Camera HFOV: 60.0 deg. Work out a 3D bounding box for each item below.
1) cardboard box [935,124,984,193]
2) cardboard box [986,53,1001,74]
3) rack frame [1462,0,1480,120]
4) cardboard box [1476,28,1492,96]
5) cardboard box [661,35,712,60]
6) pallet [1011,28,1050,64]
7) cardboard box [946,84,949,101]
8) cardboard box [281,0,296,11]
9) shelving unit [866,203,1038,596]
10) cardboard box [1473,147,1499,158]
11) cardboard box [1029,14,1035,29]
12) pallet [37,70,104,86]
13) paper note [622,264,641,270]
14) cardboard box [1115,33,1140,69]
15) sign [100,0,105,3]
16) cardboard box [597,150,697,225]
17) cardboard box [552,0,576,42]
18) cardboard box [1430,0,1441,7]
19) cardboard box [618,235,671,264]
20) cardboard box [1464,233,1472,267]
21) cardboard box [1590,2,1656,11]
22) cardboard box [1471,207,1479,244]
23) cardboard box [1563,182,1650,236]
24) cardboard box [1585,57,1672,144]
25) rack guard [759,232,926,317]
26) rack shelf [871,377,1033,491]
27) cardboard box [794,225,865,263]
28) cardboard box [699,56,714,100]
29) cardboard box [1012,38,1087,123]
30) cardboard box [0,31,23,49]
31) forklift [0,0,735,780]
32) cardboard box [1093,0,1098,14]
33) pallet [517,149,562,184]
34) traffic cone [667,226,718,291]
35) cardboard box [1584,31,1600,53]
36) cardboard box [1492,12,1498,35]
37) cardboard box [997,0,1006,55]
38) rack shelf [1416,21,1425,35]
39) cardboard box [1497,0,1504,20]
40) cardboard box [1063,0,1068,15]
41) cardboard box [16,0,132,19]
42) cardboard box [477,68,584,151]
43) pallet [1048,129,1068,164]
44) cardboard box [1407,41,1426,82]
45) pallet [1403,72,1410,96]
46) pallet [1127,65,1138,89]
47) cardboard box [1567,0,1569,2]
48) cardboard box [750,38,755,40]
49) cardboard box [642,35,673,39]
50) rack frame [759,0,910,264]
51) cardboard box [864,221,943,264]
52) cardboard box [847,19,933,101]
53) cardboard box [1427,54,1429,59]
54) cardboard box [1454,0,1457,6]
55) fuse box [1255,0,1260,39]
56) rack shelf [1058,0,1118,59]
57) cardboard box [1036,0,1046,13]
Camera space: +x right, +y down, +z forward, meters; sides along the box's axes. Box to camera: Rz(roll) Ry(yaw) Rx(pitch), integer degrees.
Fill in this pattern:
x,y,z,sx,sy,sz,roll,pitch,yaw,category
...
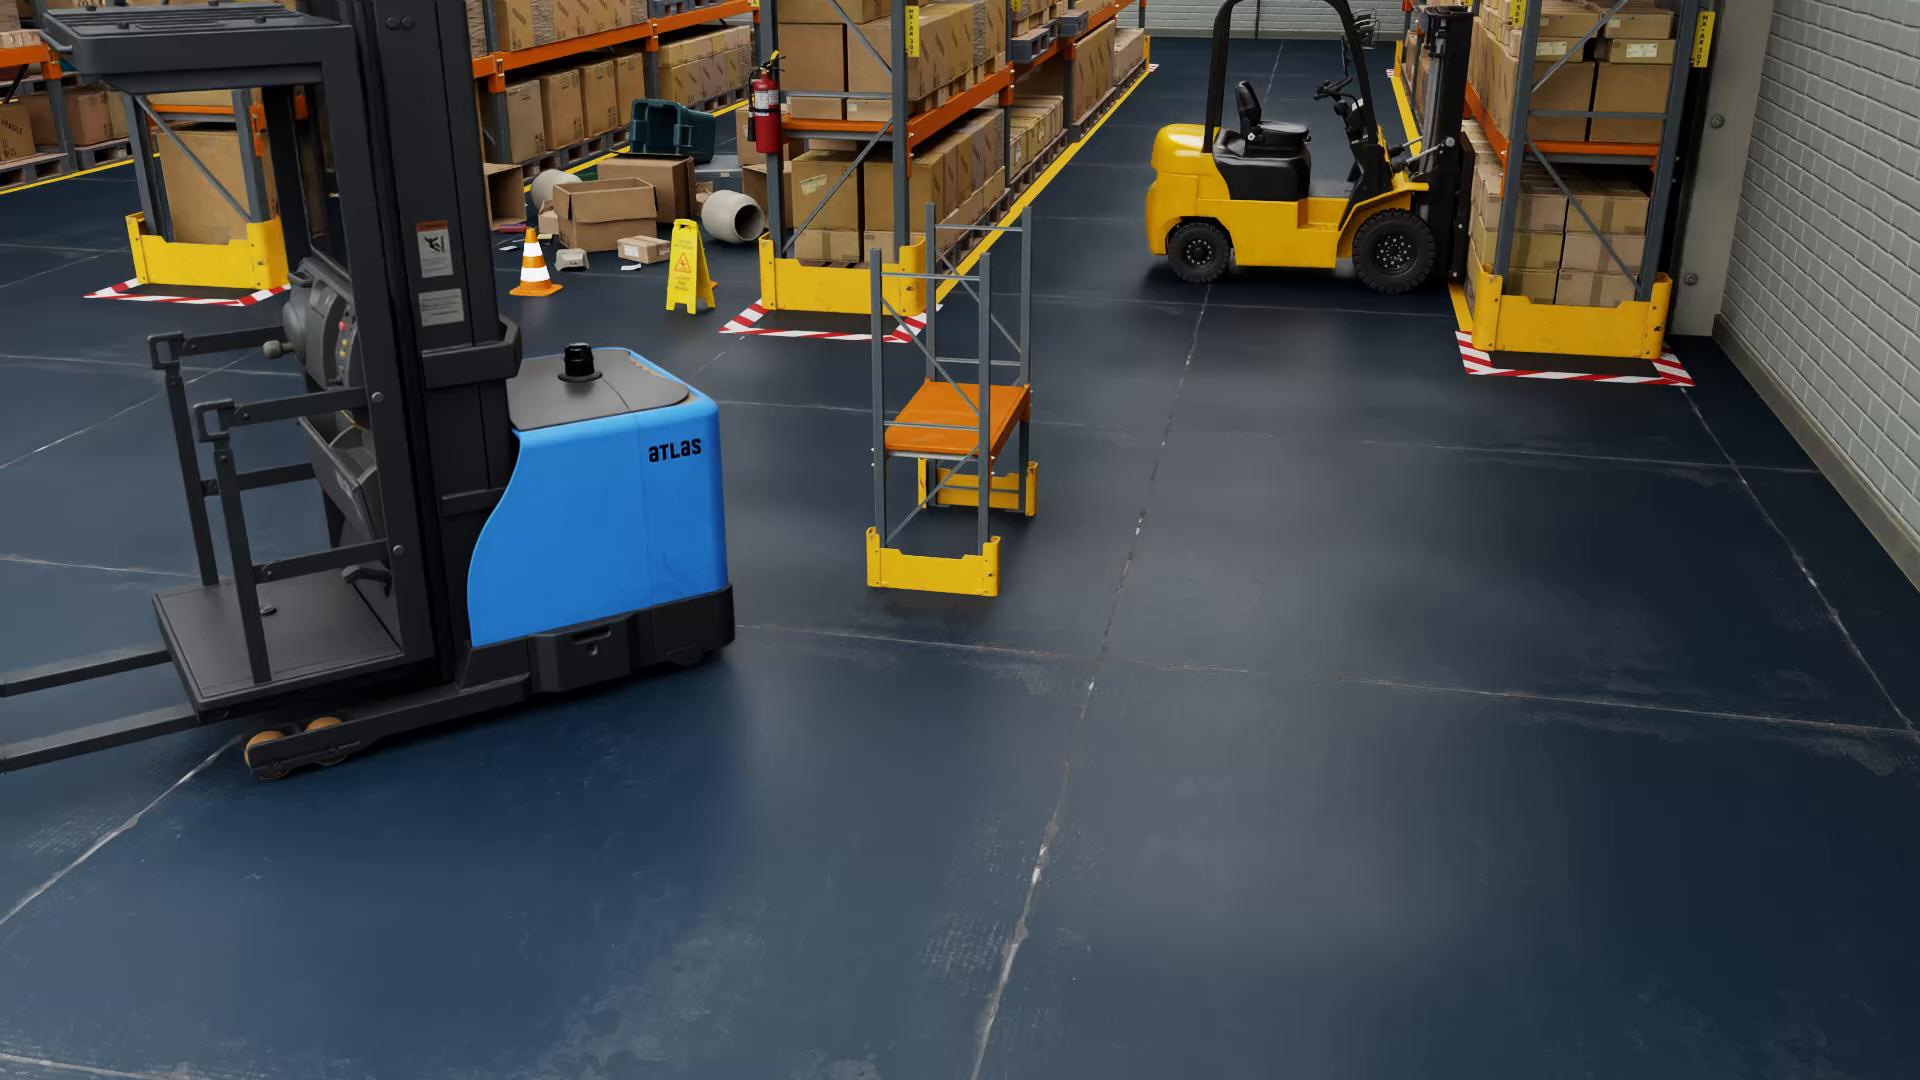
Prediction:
x,y,z,sx,sy,sz,roll,pitch,yaw,category
-0.101,-3.170,13.825,0.500,0.500,0.500,6,23,14,cardboard box
0.150,-4.164,14.514,0.380,0.149,0.250,5,22,12,cardboard box
4.822,-4.136,14.108,1.000,3.000,0.127,4,22,11,rack frame
4.283,-3.663,12.800,0.500,0.500,0.500,4,22,10,cardboard box
-3.494,-6.299,21.258,0.500,0.250,0.500,5,22,11,cardboard box
0.260,-4.692,15.746,1.003,0.211,1.213,4,22,11,pallet
-0.295,-3.413,12.648,0.380,0.149,0.250,5,22,12,cardboard box
-5.586,-4.302,12.874,0.875,0.550,0.550,4,22,11,cardboard box
-0.016,-0.668,7.504,0.587,1.500,1.083,4,22,11,shelving unit
4.096,-2.806,12.585,0.500,0.250,0.500,4,22,10,cardboard box
0.520,-5.060,16.177,0.380,0.149,0.250,5,22,12,cardboard box
-13.154,-6.999,24.950,1.003,0.211,1.213,4,22,11,pallet
-2.610,-2.170,13.202,0.148,0.019,0.142,-3,22,-8,paper note
2.195,-7.324,24.890,0.875,0.438,0.875,5,22,12,cardboard box
-6.249,-4.084,12.112,0.100,0.325,0.005,4,22,11,sign
-2.792,-3.133,14.778,0.797,0.637,0.503,4,22,11,cardboard box
-4.327,-5.439,17.209,0.500,0.500,0.500,4,22,11,cardboard box
5.396,-5.947,18.378,0.380,0.149,0.250,5,22,12,cardboard box
-2.565,-2.361,13.516,0.380,0.149,0.250,18,28,38,cardboard box
4.014,-2.152,12.300,0.500,0.250,0.500,5,22,11,cardboard box
4.475,-3.545,11.240,0.380,0.149,0.250,5,22,11,cardboard box
3.912,-2.209,11.772,0.500,0.250,0.500,4,22,10,cardboard box
4.289,-2.218,11.125,0.500,0.250,0.500,4,22,10,cardboard box
4.378,-2.879,10.854,0.500,0.500,0.500,5,23,13,cardboard box
-0.839,-1.918,11.948,1.175,0.500,0.348,4,22,11,rack guard
-0.017,-0.498,7.563,0.538,0.185,1.000,4,22,11,rack shelf
-0.948,-2.294,12.654,0.500,0.250,0.500,4,22,11,cardboard box
-3.495,-5.963,21.428,0.500,0.500,0.500,4,22,10,cardboard box
1.000,-5.431,19.606,0.875,0.875,0.875,4,22,10,cardboard box
-9.556,-4.960,16.491,0.380,0.149,0.250,4,22,11,cardboard box
-2.425,-0.750,5.794,3.031,2.935,1.130,-13,25,-30,forklift
1.421,-6.627,20.495,0.500,0.250,0.500,4,22,11,cardboard box
-4.821,-3.848,17.125,1.003,0.211,1.213,4,22,11,pallet
-2.030,-2.129,12.520,0.336,0.463,0.334,4,22,11,traffic cone
4.375,-3.312,11.060,0.380,0.149,0.250,4,22,10,cardboard box
4.164,-3.823,12.328,0.380,0.149,0.250,4,22,10,cardboard box
0.114,-4.516,14.519,0.500,0.500,0.500,4,22,10,cardboard box
6.046,-5.997,19.691,1.077,0.370,4.000,4,22,11,rack shelf
4.034,-3.780,11.823,0.380,0.149,0.250,5,22,12,cardboard box
0.950,-5.717,17.808,0.380,0.149,0.250,4,22,10,cardboard box
-9.441,-6.021,17.424,1.000,1.000,1.000,5,22,11,cardboard box
-4.666,-4.591,17.687,1.050,0.750,0.750,4,22,11,cardboard box
0.617,-4.397,18.488,1.003,0.211,1.213,4,22,11,pallet
6.628,-6.654,23.144,0.700,0.500,0.500,4,22,9,cardboard box
6.842,-6.467,23.628,1.003,0.211,1.213,4,22,11,pallet
2.073,-6.865,24.617,1.003,0.211,1.213,4,22,11,pallet
4.920,-4.295,13.102,0.380,0.149,0.250,4,22,10,cardboard box
-2.882,-7.230,24.248,0.380,0.149,0.250,4,22,10,cardboard box
-3.994,-6.340,21.360,0.500,0.250,0.500,5,22,12,cardboard box
-0.855,-3.050,11.412,1.000,3.000,0.127,4,22,11,rack frame
-0.419,-2.243,12.527,0.500,0.250,0.500,4,22,10,cardboard box
-0.486,-3.387,11.715,0.500,0.500,0.500,4,22,10,cardboard box
6.140,-6.180,21.098,0.380,0.149,0.250,4,22,9,cardboard box
5.001,-5.056,15.923,0.500,0.250,0.500,5,22,12,cardboard box
5.565,-10.154,30.776,0.539,1.711,0.414,4,22,11,fuse box
1.186,-6.374,20.627,1.077,0.370,4.000,4,22,11,rack shelf
0.554,-5.405,16.164,0.500,0.500,0.500,4,22,11,cardboard box
